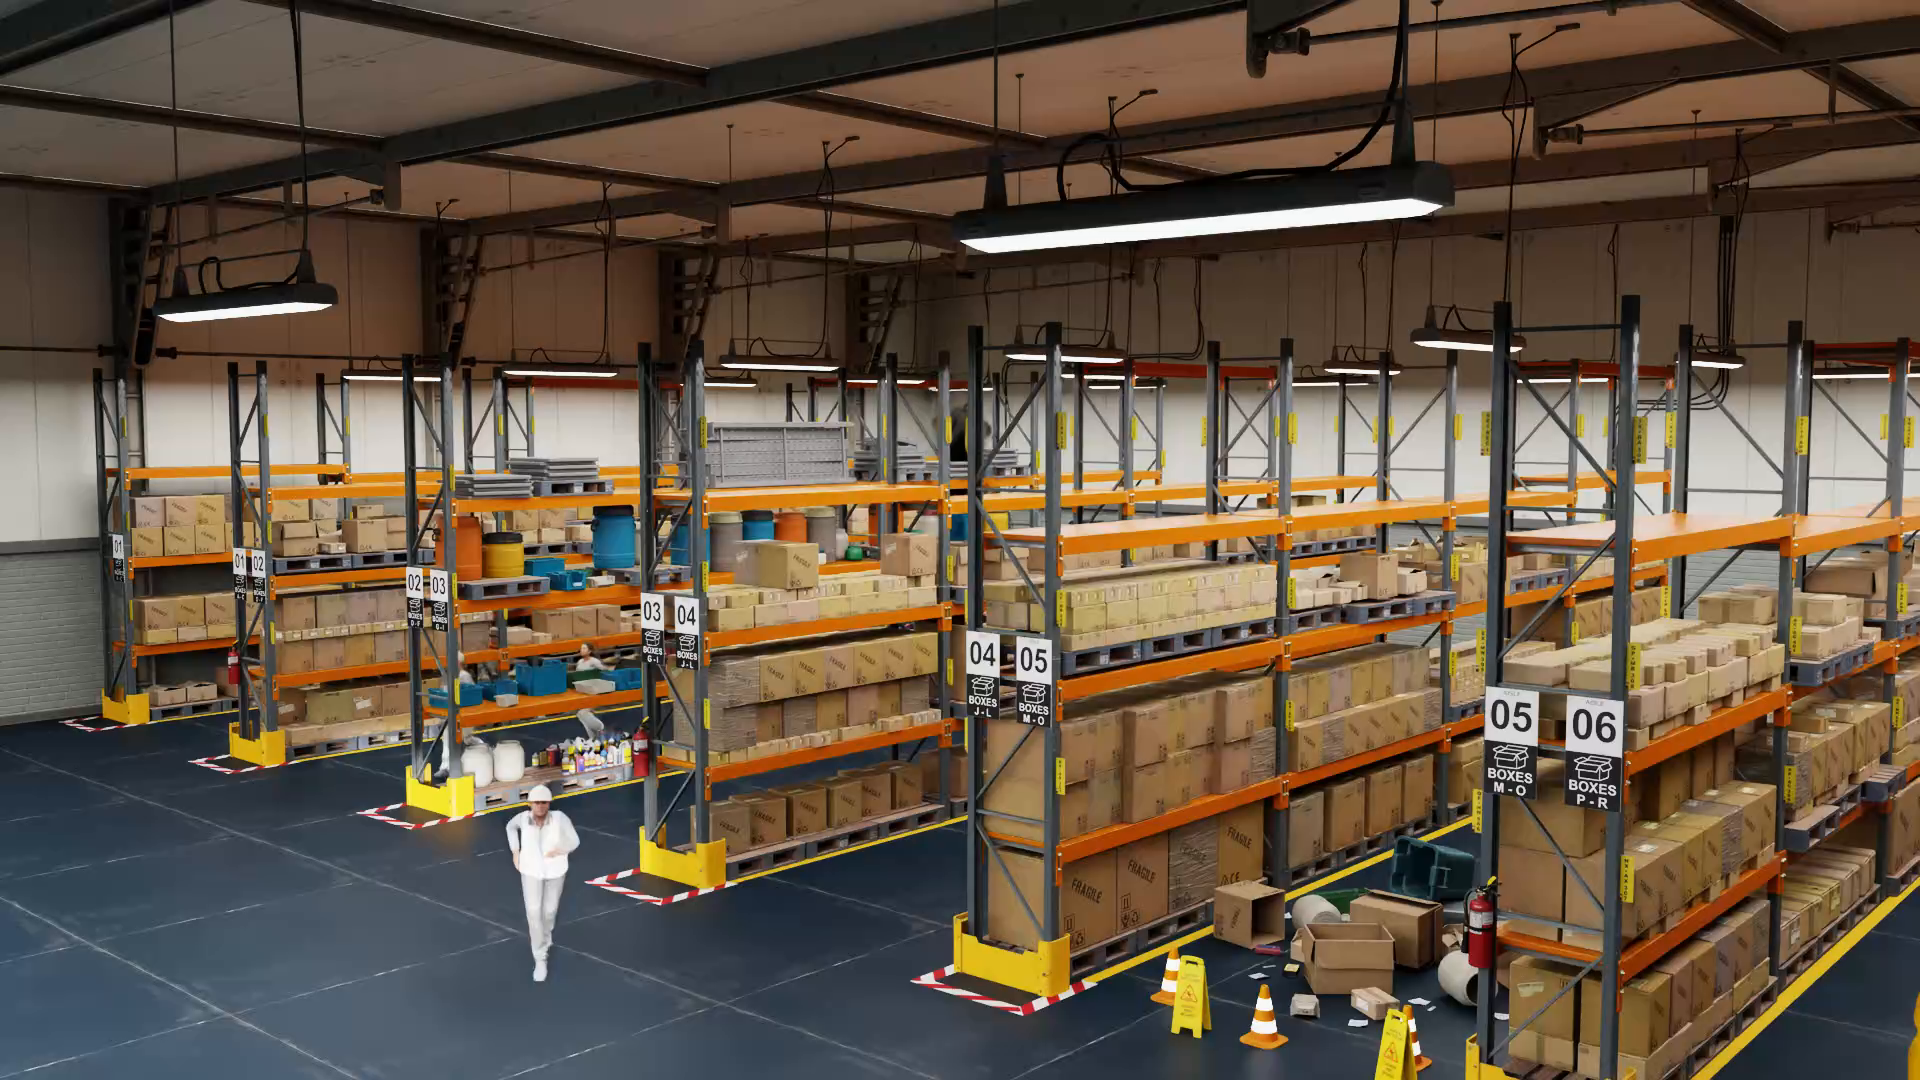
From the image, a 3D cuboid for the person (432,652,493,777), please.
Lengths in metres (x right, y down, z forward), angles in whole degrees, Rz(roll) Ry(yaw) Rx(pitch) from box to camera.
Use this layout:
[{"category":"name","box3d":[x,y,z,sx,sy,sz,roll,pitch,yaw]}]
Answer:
[{"category":"person","box3d":[-7.201,2.481,23.929,0.661,1.769,0.955,3,5,38]}]

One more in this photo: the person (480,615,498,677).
[{"category":"person","box3d":[-8.447,2.131,29.969,0.715,1.654,0.639,-4,6,-44]}]

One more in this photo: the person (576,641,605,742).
[{"category":"person","box3d":[-5.896,2.415,26.223,0.539,1.626,0.541,3,5,36]}]

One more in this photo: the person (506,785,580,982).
[{"category":"person","box3d":[-3.969,3.148,15.672,0.568,1.787,1.020,-1,4,-17]}]
